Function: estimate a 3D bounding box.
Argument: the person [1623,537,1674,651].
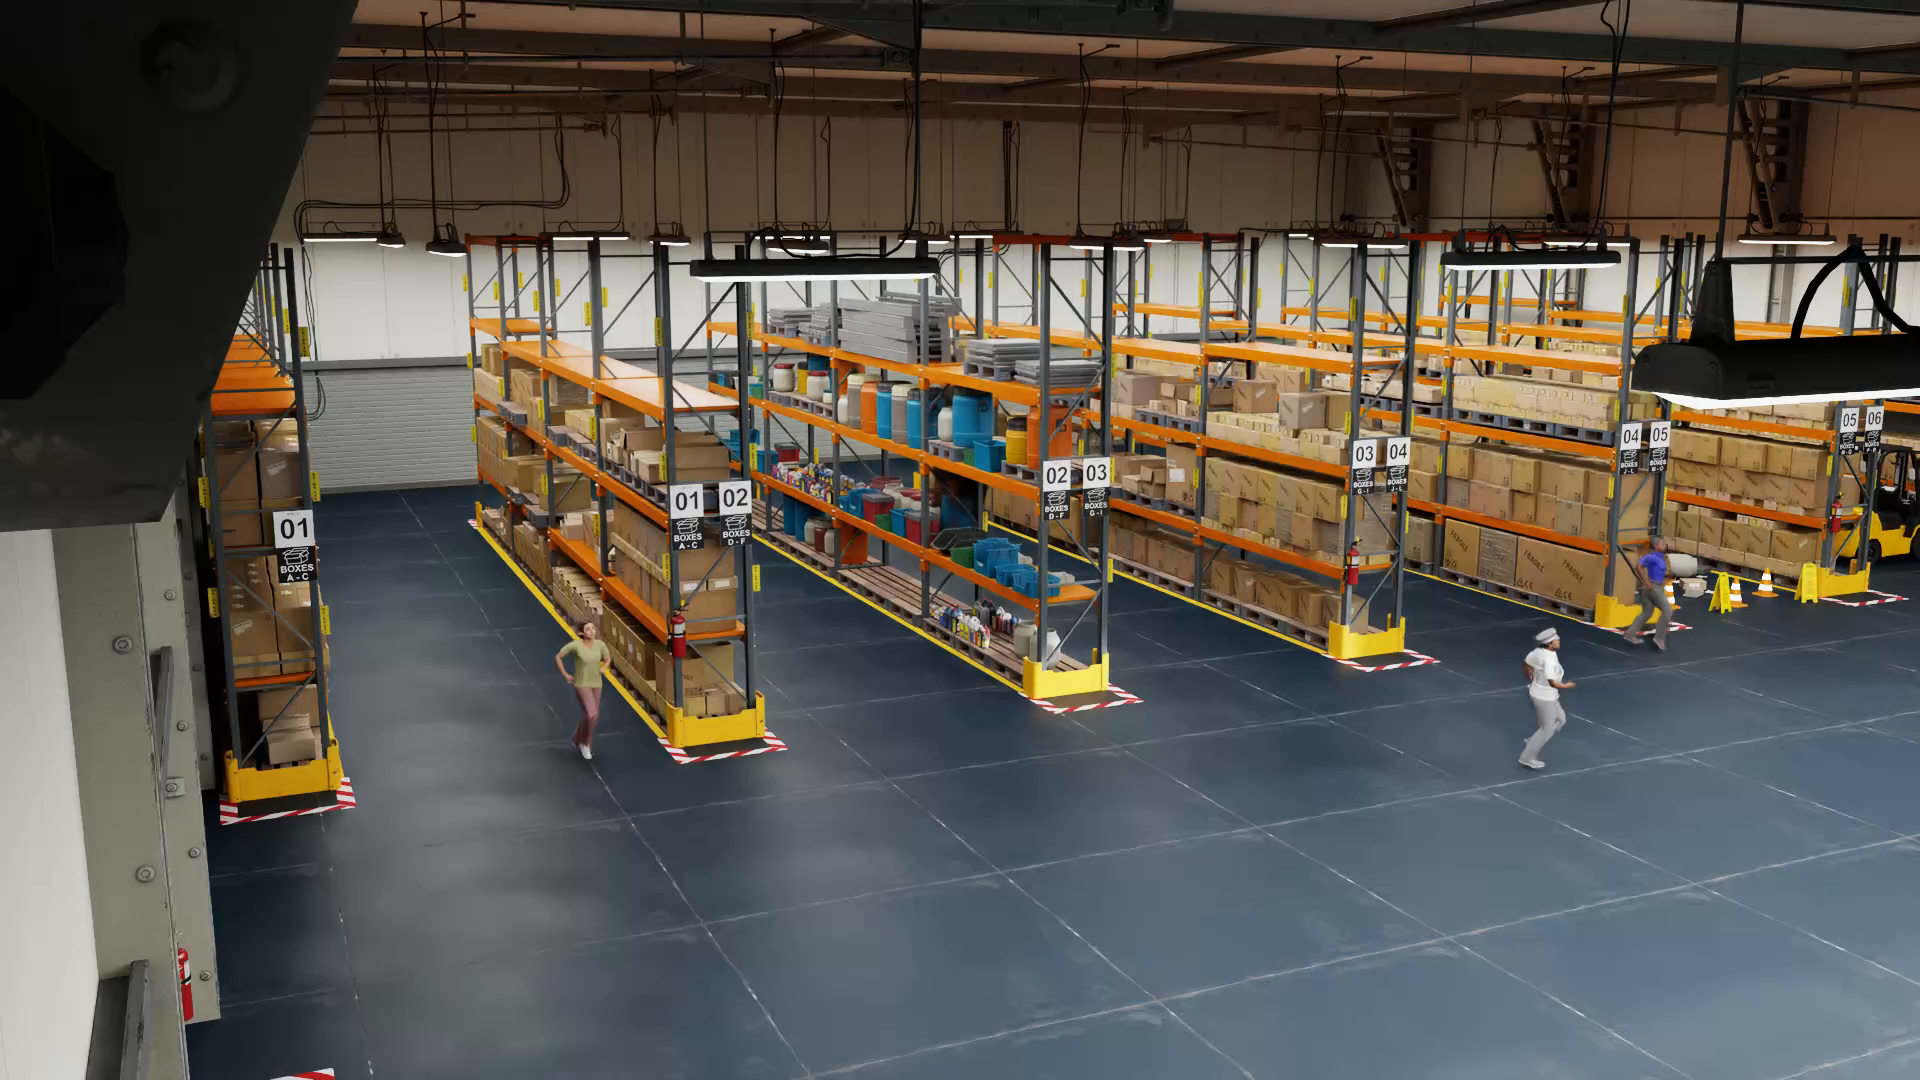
[{"bbox_3d":[10.314,0.796,24.829,0.656,1.691,0.610,4,12,21],"label":"person"}]

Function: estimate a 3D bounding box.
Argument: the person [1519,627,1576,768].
[{"bbox_3d":[6.825,1.823,19.290,0.576,1.672,0.630,1,11,5],"label":"person"}]

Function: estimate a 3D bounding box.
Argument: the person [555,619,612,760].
[{"bbox_3d":[-4.406,1.753,19.735,0.634,1.662,0.651,-9,14,-39],"label":"person"}]
